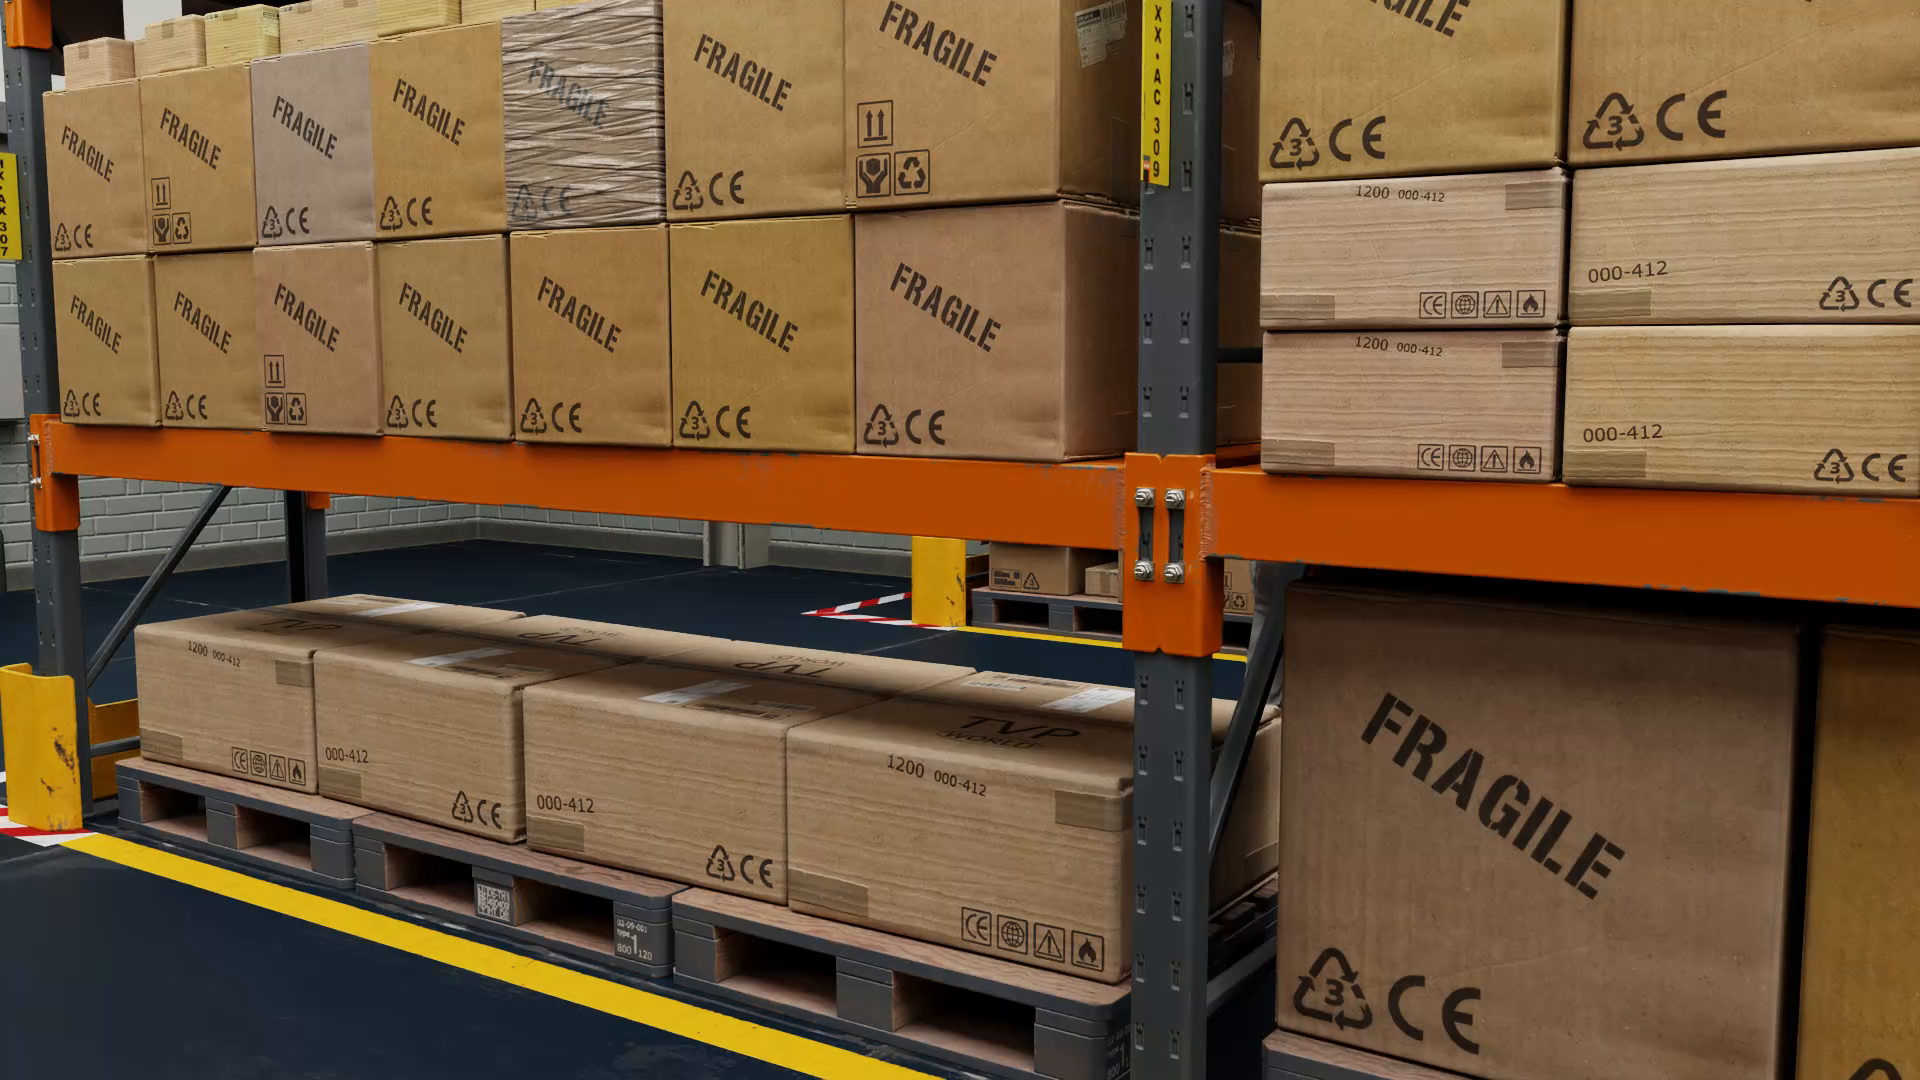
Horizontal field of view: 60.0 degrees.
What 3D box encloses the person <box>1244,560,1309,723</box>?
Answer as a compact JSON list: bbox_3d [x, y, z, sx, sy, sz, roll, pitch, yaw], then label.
[{"bbox_3d":[1.370,-0.088,6.533,0.487,1.761,0.604,4,7,32],"label":"person"}]
